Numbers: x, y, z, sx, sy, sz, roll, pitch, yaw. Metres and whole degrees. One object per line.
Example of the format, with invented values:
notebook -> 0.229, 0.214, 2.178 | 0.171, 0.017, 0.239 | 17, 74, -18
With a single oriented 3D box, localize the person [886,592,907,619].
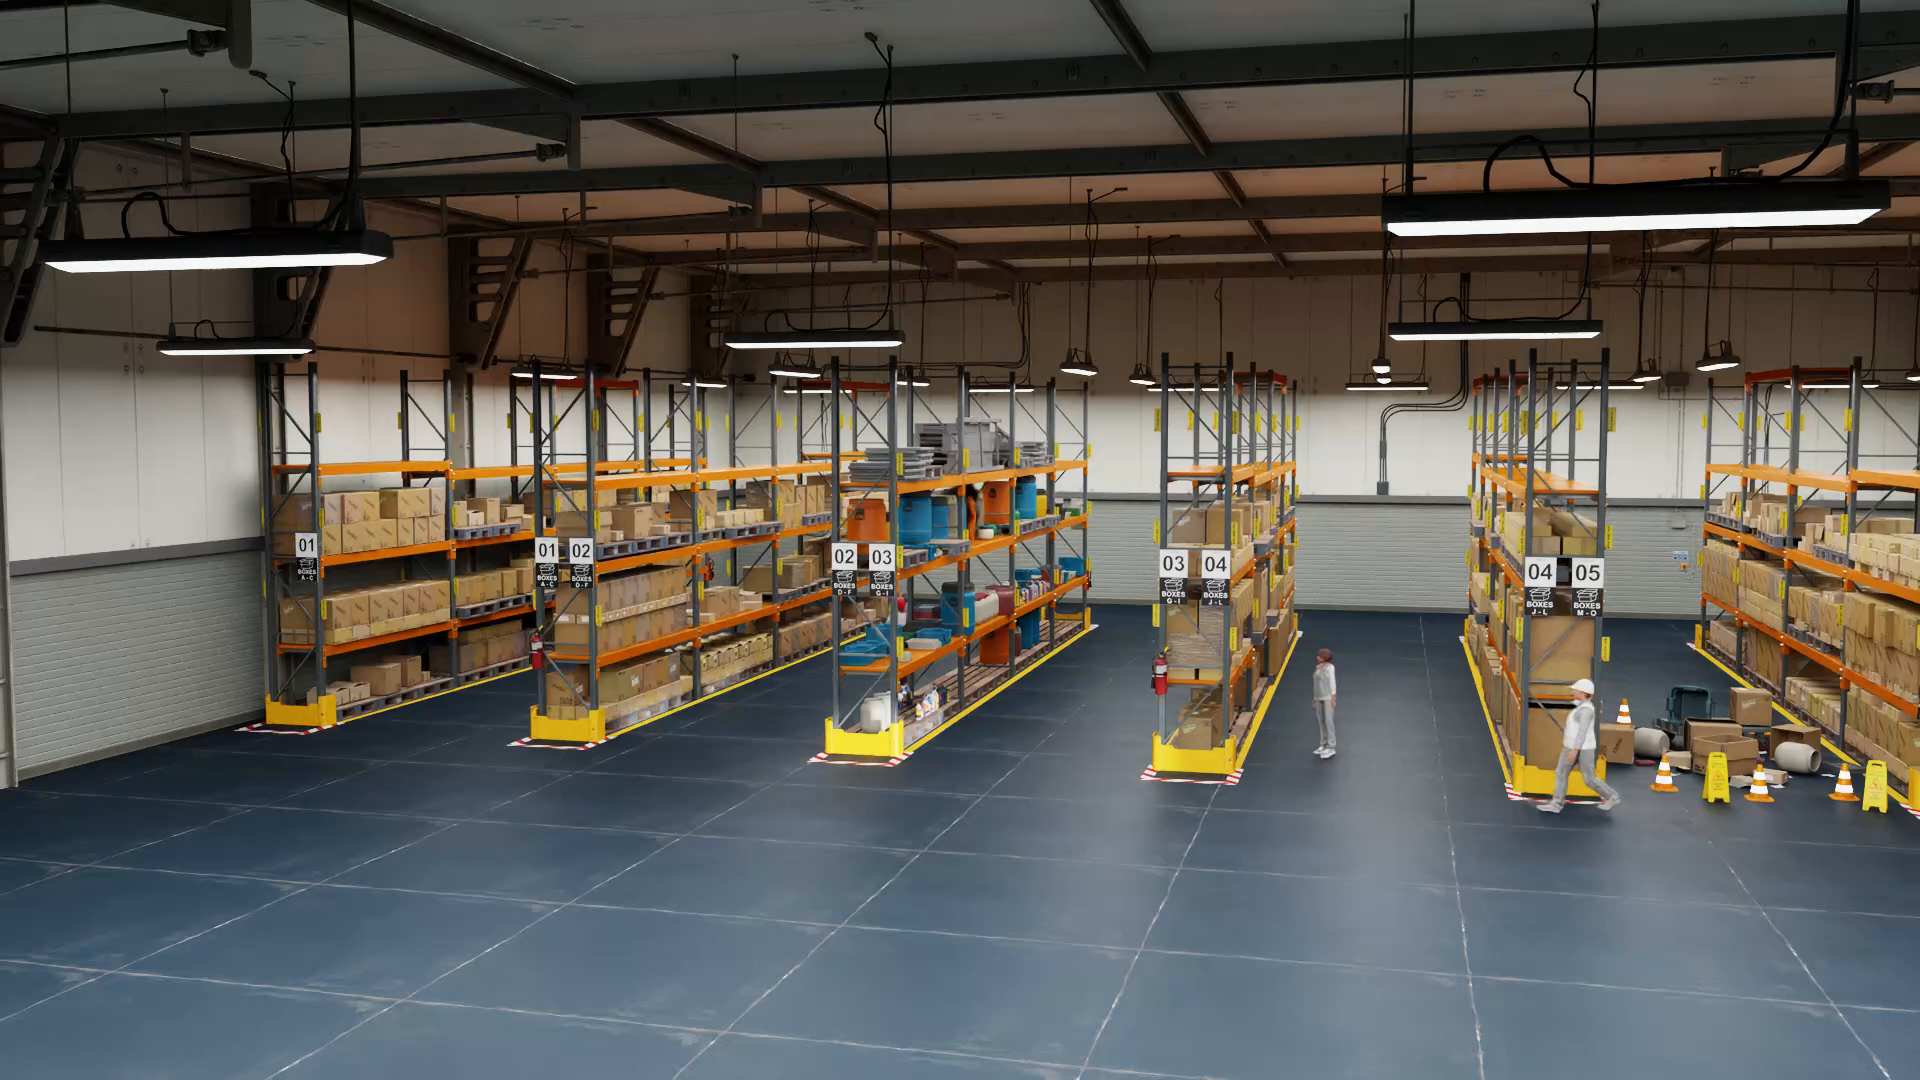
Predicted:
person -> -1.262, 1.832, 33.588 | 0.546, 1.561, 0.445 | 1, 4, 18

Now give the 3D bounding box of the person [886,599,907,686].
person -> -1.029, 1.952, 30.164 | 0.657, 1.808, 0.379 | -1, 4, -17

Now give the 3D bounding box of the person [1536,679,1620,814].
person -> 7.927, 2.644, 21.223 | 0.973, 1.747, 0.507 | -1, 4, -9

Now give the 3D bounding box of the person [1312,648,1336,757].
person -> 5.484, 2.436, 25.090 | 0.397, 1.607, 0.507 | -2, 5, -27
